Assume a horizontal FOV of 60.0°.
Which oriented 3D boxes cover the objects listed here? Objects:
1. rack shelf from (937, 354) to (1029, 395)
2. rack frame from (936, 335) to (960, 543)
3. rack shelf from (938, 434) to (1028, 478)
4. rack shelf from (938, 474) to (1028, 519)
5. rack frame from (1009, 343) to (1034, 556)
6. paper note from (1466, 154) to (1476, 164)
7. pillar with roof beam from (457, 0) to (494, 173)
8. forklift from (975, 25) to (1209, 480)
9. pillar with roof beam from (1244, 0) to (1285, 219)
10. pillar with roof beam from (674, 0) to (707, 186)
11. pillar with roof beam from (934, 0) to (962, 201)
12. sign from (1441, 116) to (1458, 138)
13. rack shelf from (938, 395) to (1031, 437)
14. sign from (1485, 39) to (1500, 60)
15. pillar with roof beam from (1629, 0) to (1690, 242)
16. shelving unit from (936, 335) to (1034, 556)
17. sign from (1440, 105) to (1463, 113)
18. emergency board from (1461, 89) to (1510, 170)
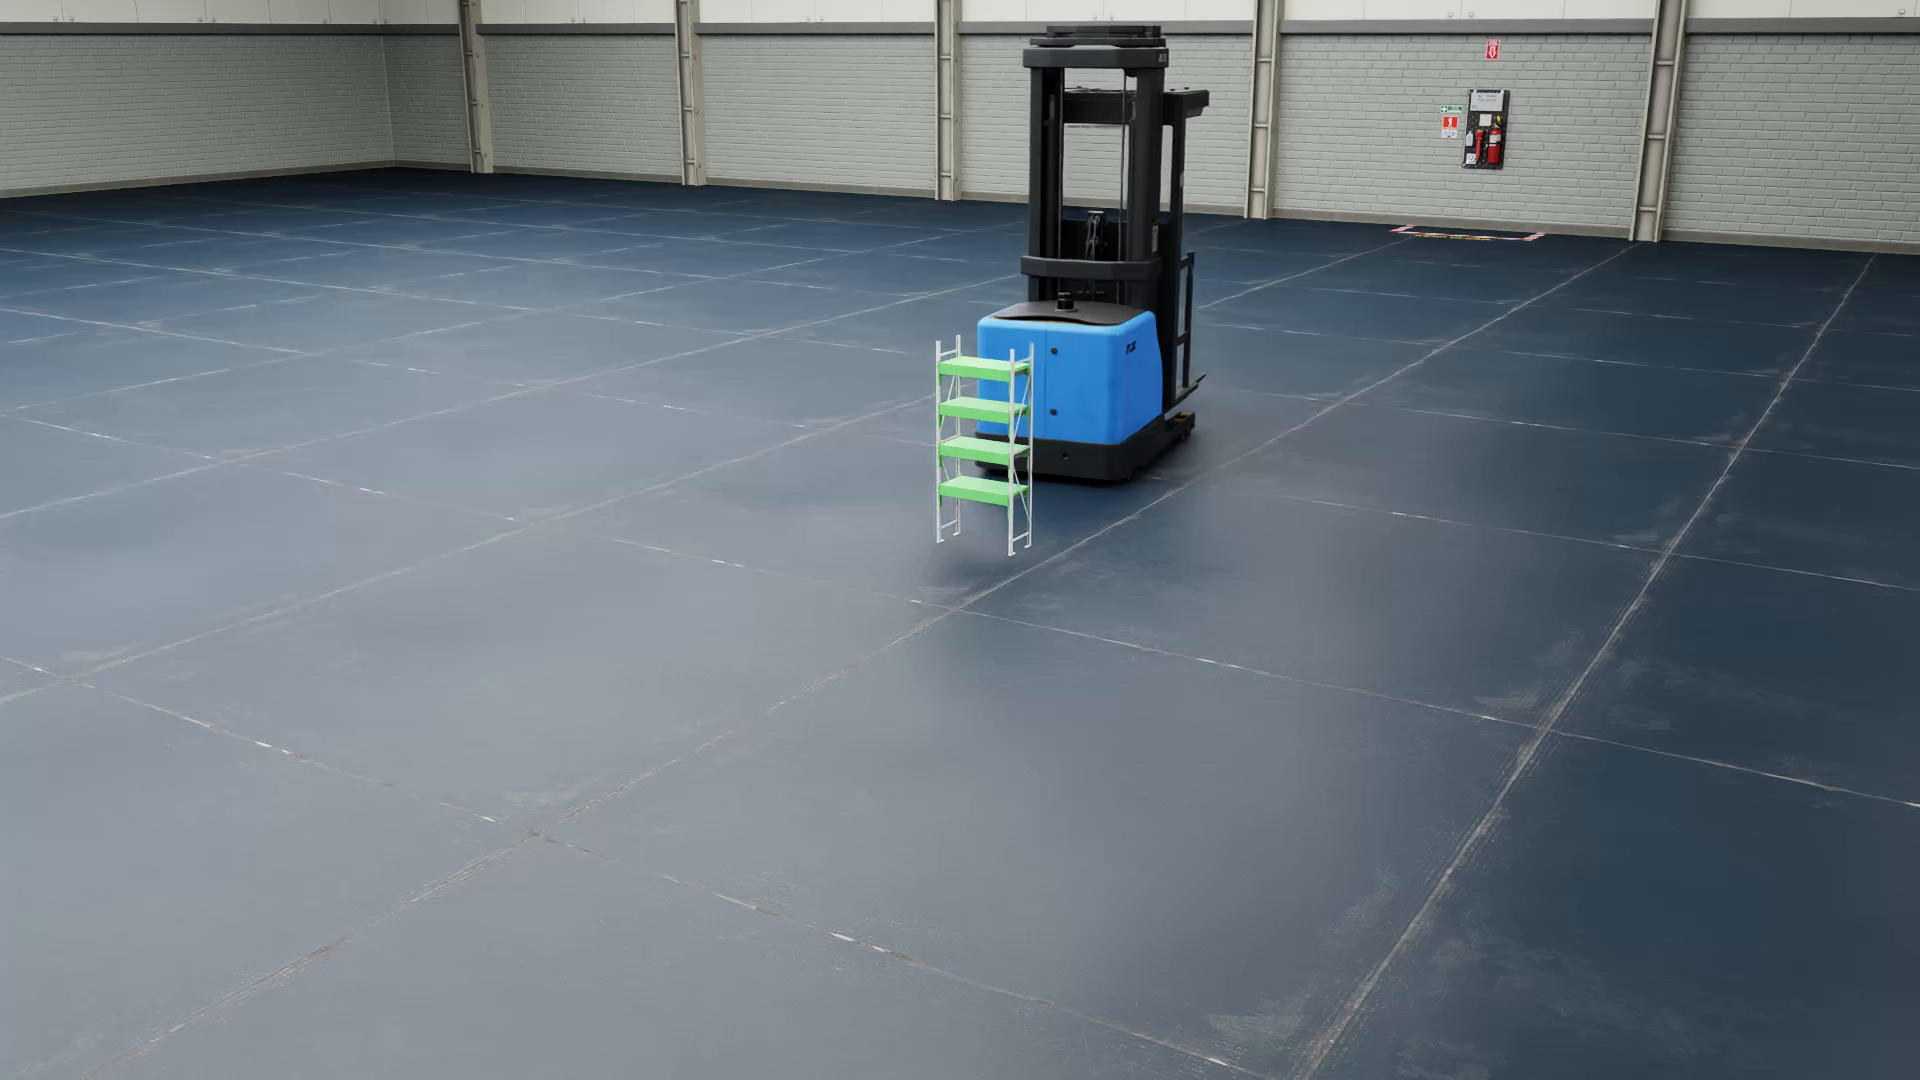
[{"bbox_3d":[0.141,-0.947,9.503,0.480,0.148,0.258,10,20,30],"label":"rack shelf"},{"bbox_3d":[-0.067,-0.586,9.746,0.015,1.200,0.240,10,20,30],"label":"rack frame"},{"bbox_3d":[0.141,-0.488,9.643,0.480,0.148,0.258,10,20,30],"label":"rack shelf"},{"bbox_3d":[0.141,-0.258,9.712,0.480,0.148,0.258,10,20,30],"label":"rack shelf"},{"bbox_3d":[0.349,-0.512,9.502,0.015,1.200,0.240,10,20,30],"label":"rack frame"},{"bbox_3d":[7.820,-5.831,25.433,0.142,0.148,0.016,10,20,30],"label":"paper note"},{"bbox_3d":[-12.684,-11.278,31.528,0.400,9.000,9.100,10,20,30],"label":"pillar with roof beam"},{"bbox_3d":[1.124,-2.181,12.019,1.130,2.935,3.031,7,18,21],"label":"forklift"},{"bbox_3d":[2.654,-8.540,22.514,0.400,9.000,9.100,10,20,30],"label":"pillar with roof beam"},{"bbox_3d":[-7.571,-10.366,28.523,0.400,9.000,9.100,10,20,30],"label":"pillar with roof beam"},{"bbox_3d":[-2.458,-9.453,25.519,0.400,9.000,9.100,10,20,30],"label":"pillar with roof beam"},{"bbox_3d":[7.517,-6.336,25.516,0.234,0.329,0.001,10,20,30],"label":"sign"},{"bbox_3d":[0.141,-0.717,9.573,0.480,0.148,0.258,10,20,30],"label":"rack shelf"},{"bbox_3d":[7.980,-7.344,24.909,0.199,0.298,0.001,10,20,30],"label":"sign"},{"bbox_3d":[7.767,-7.628,19.510,0.400,9.000,9.100,10,20,30],"label":"pillar with roof beam"},{"bbox_3d":[0.141,-0.549,9.624,0.503,1.200,0.258,10,20,30],"label":"shelving unit"},{"bbox_3d":[7.516,-6.586,25.429,0.331,0.109,0.001,10,20,30],"label":"sign"},{"bbox_3d":[7.934,-6.209,25.160,0.643,1.169,0.194,10,20,30],"label":"emergency board"}]
